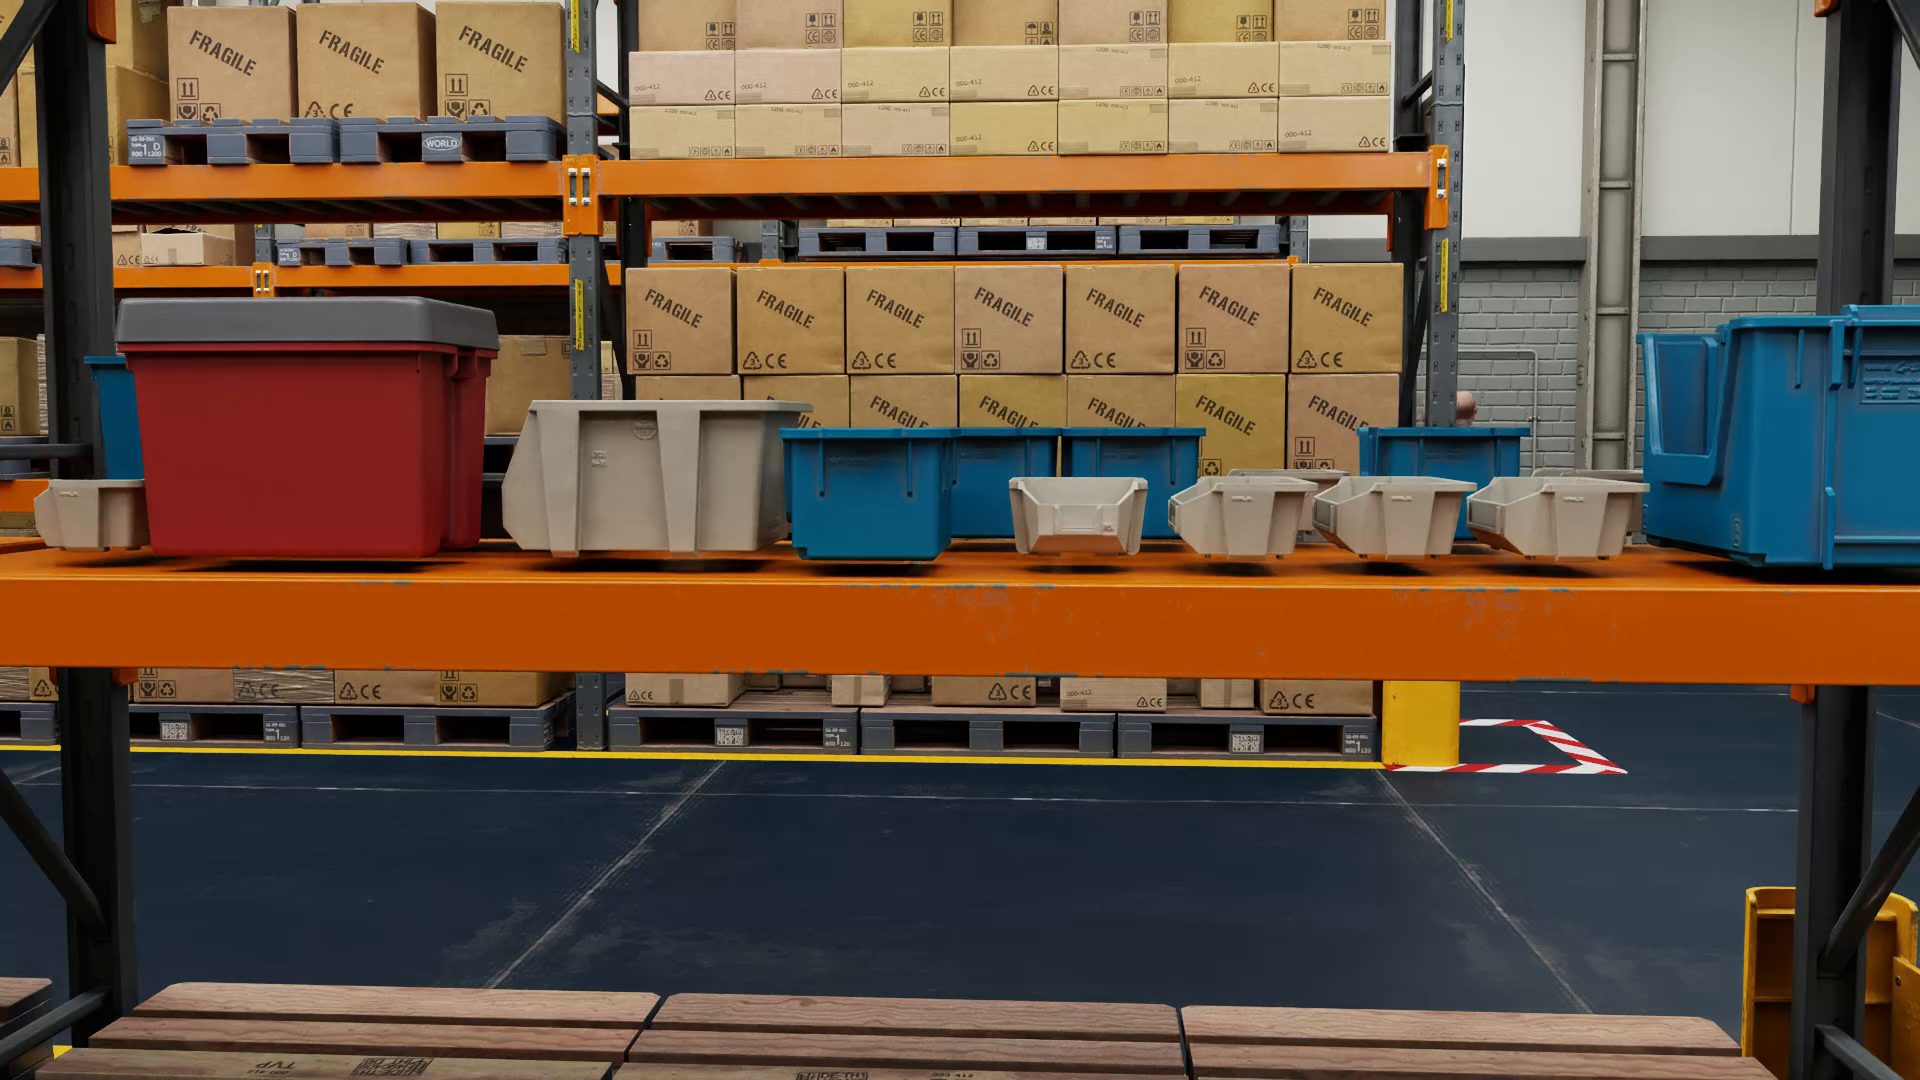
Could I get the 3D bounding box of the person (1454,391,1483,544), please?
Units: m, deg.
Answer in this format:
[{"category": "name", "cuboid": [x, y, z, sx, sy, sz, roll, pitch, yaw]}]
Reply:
[{"category": "person", "cuboid": [3.689, -0.151, 12.034, 0.432, 1.845, 0.592, -2, 5, -29]}]
